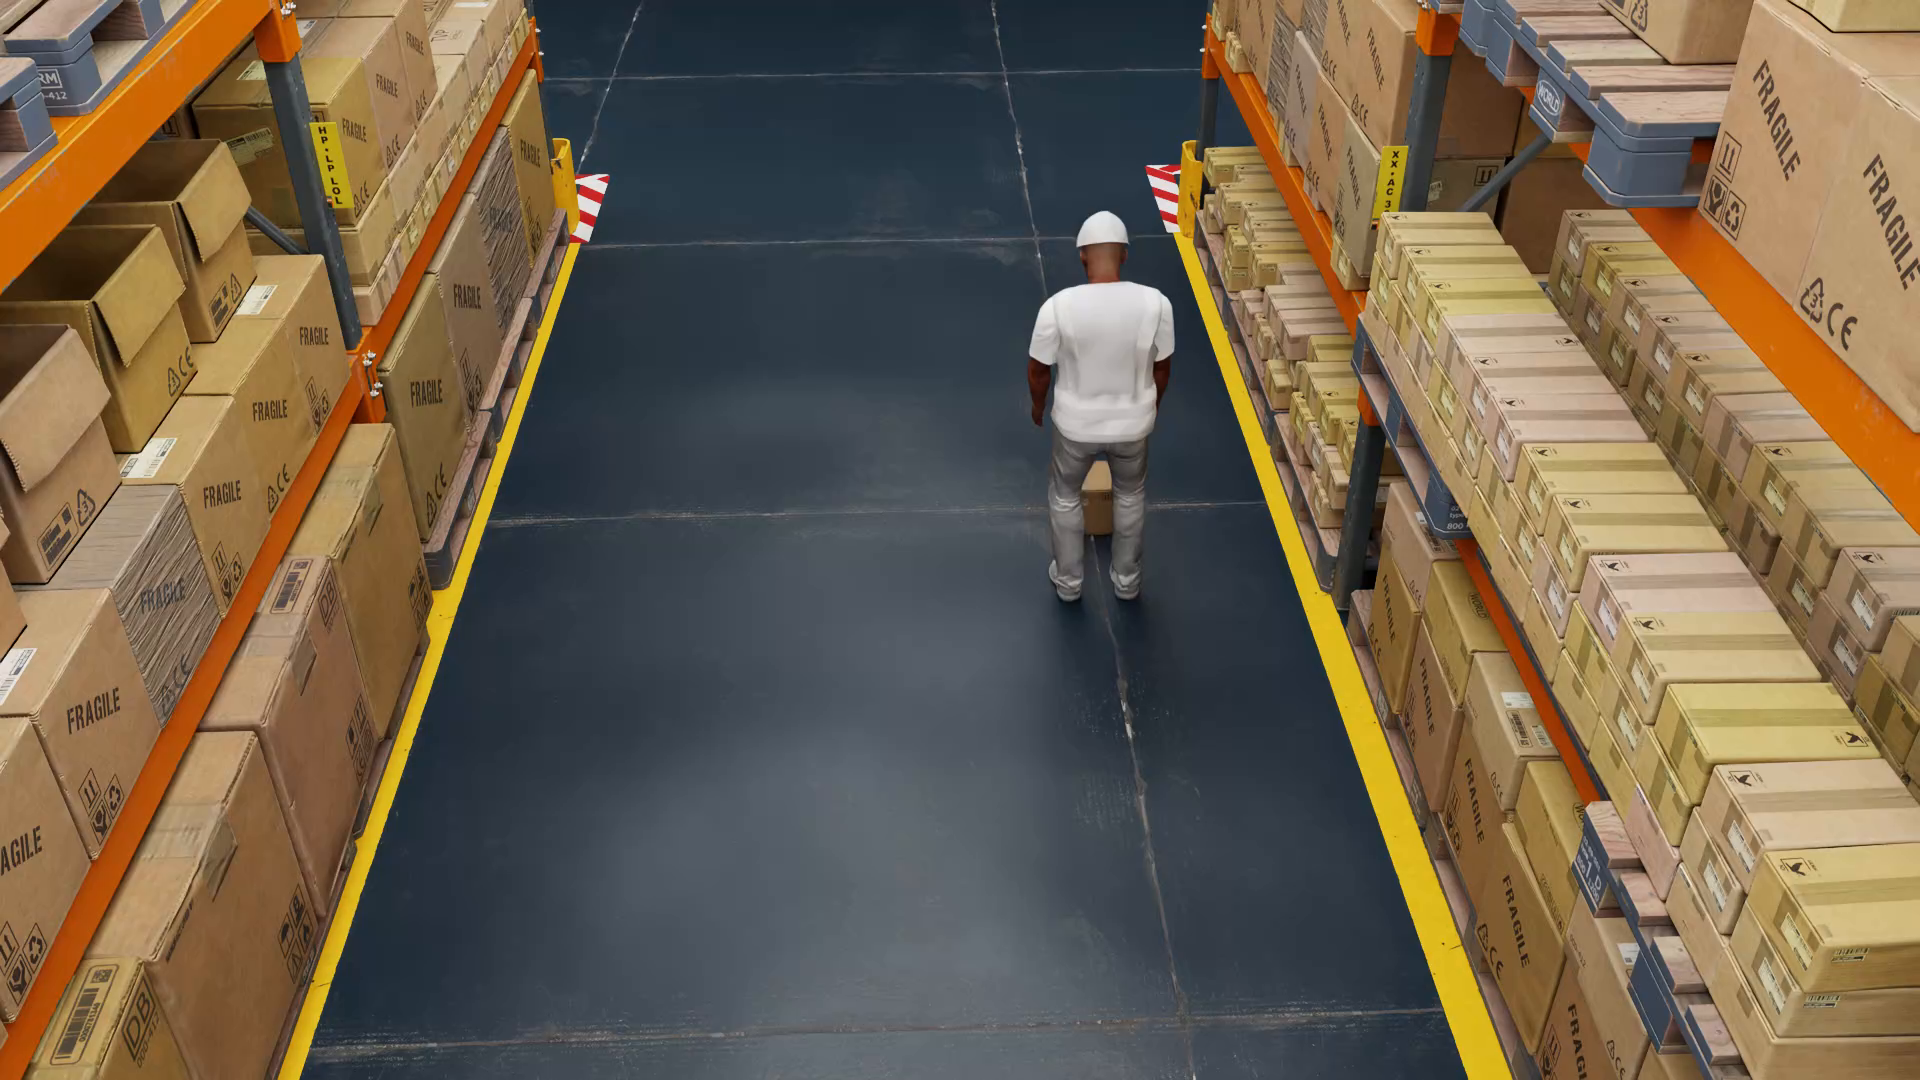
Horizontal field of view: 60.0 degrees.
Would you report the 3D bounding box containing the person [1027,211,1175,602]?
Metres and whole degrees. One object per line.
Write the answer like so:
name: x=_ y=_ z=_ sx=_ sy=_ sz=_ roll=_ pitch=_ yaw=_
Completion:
person: x=0.568 y=-0.521 z=6.905 sx=0.588 sy=1.724 sz=0.437 roll=-1 pitch=35 yaw=-1
